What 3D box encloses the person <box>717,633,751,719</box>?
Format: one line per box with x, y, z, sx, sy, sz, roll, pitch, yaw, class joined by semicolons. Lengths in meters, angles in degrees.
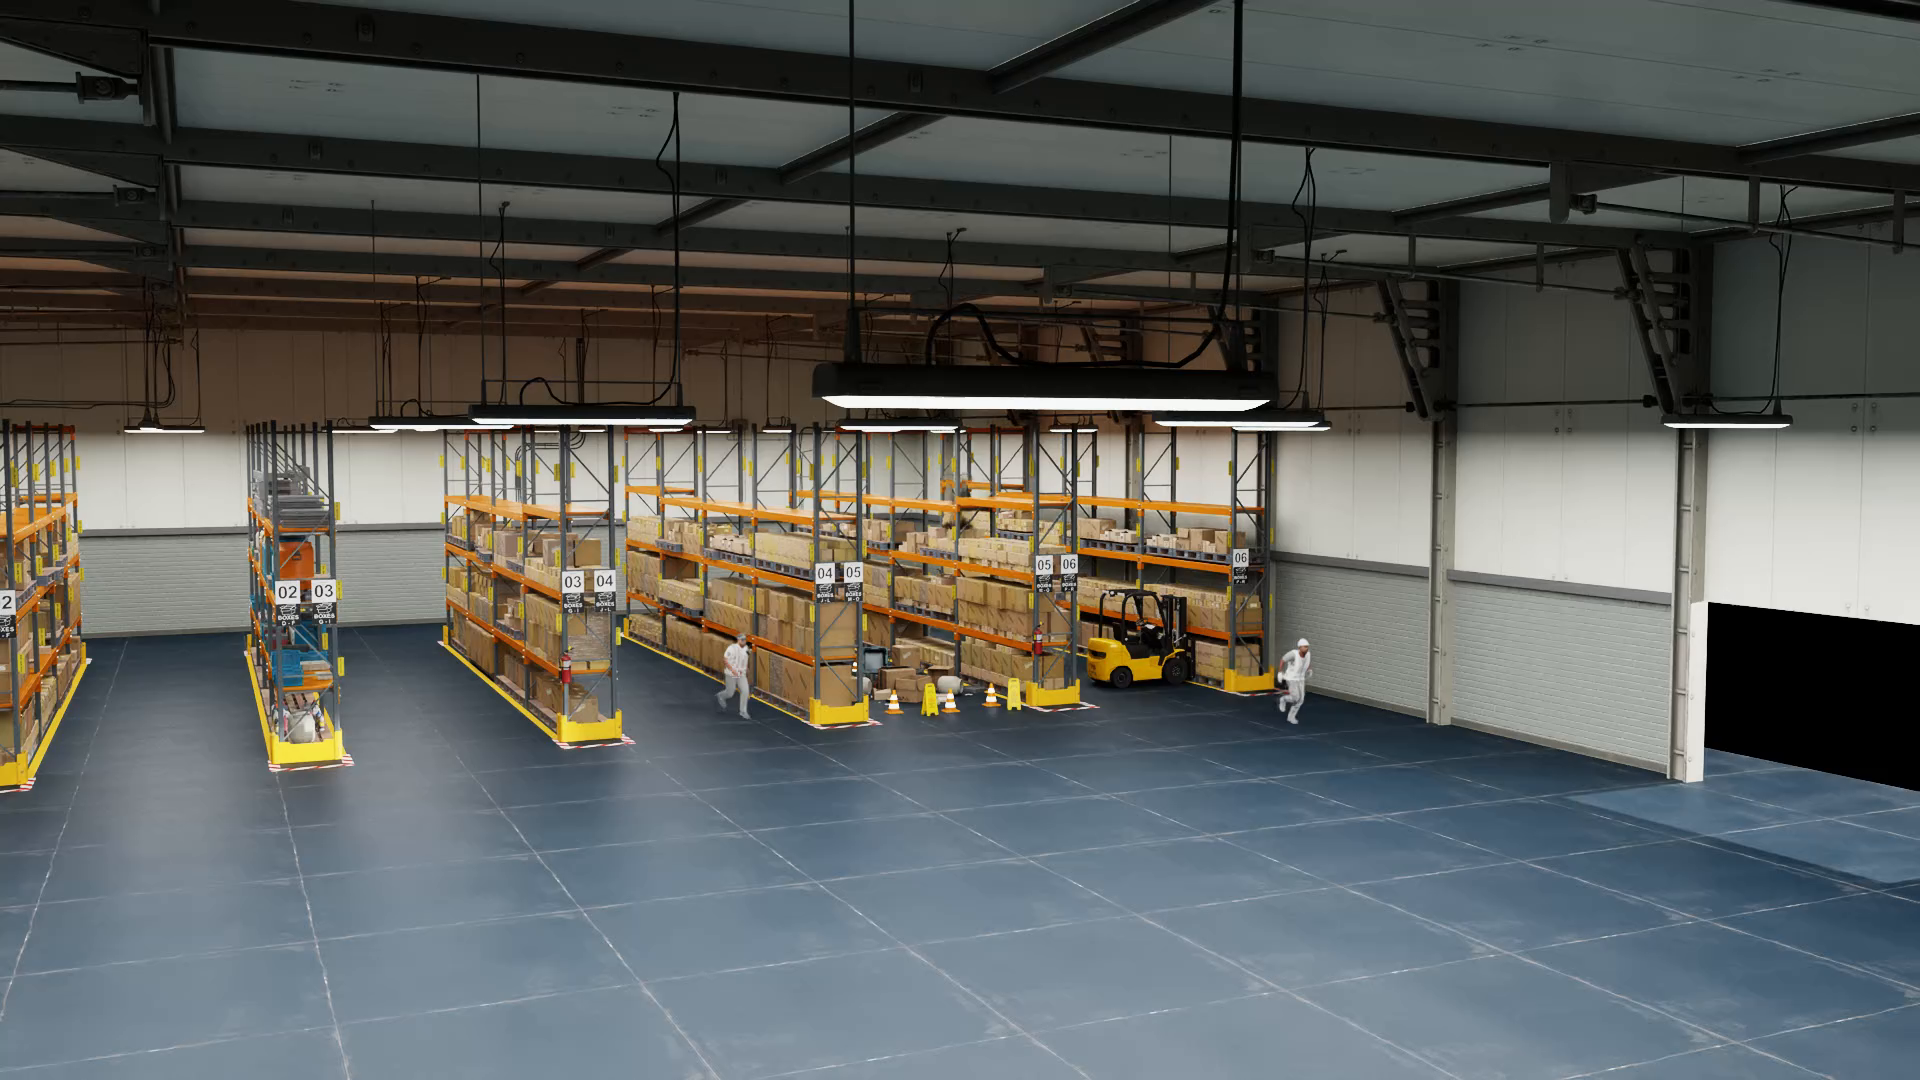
-4.598;2.754;33.969;0.663;1.777;1.035;-3;5;-43;person

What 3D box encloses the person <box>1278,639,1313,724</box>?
6.696;2.809;33.236;0.675;1.705;0.761;-2;4;-35;person
